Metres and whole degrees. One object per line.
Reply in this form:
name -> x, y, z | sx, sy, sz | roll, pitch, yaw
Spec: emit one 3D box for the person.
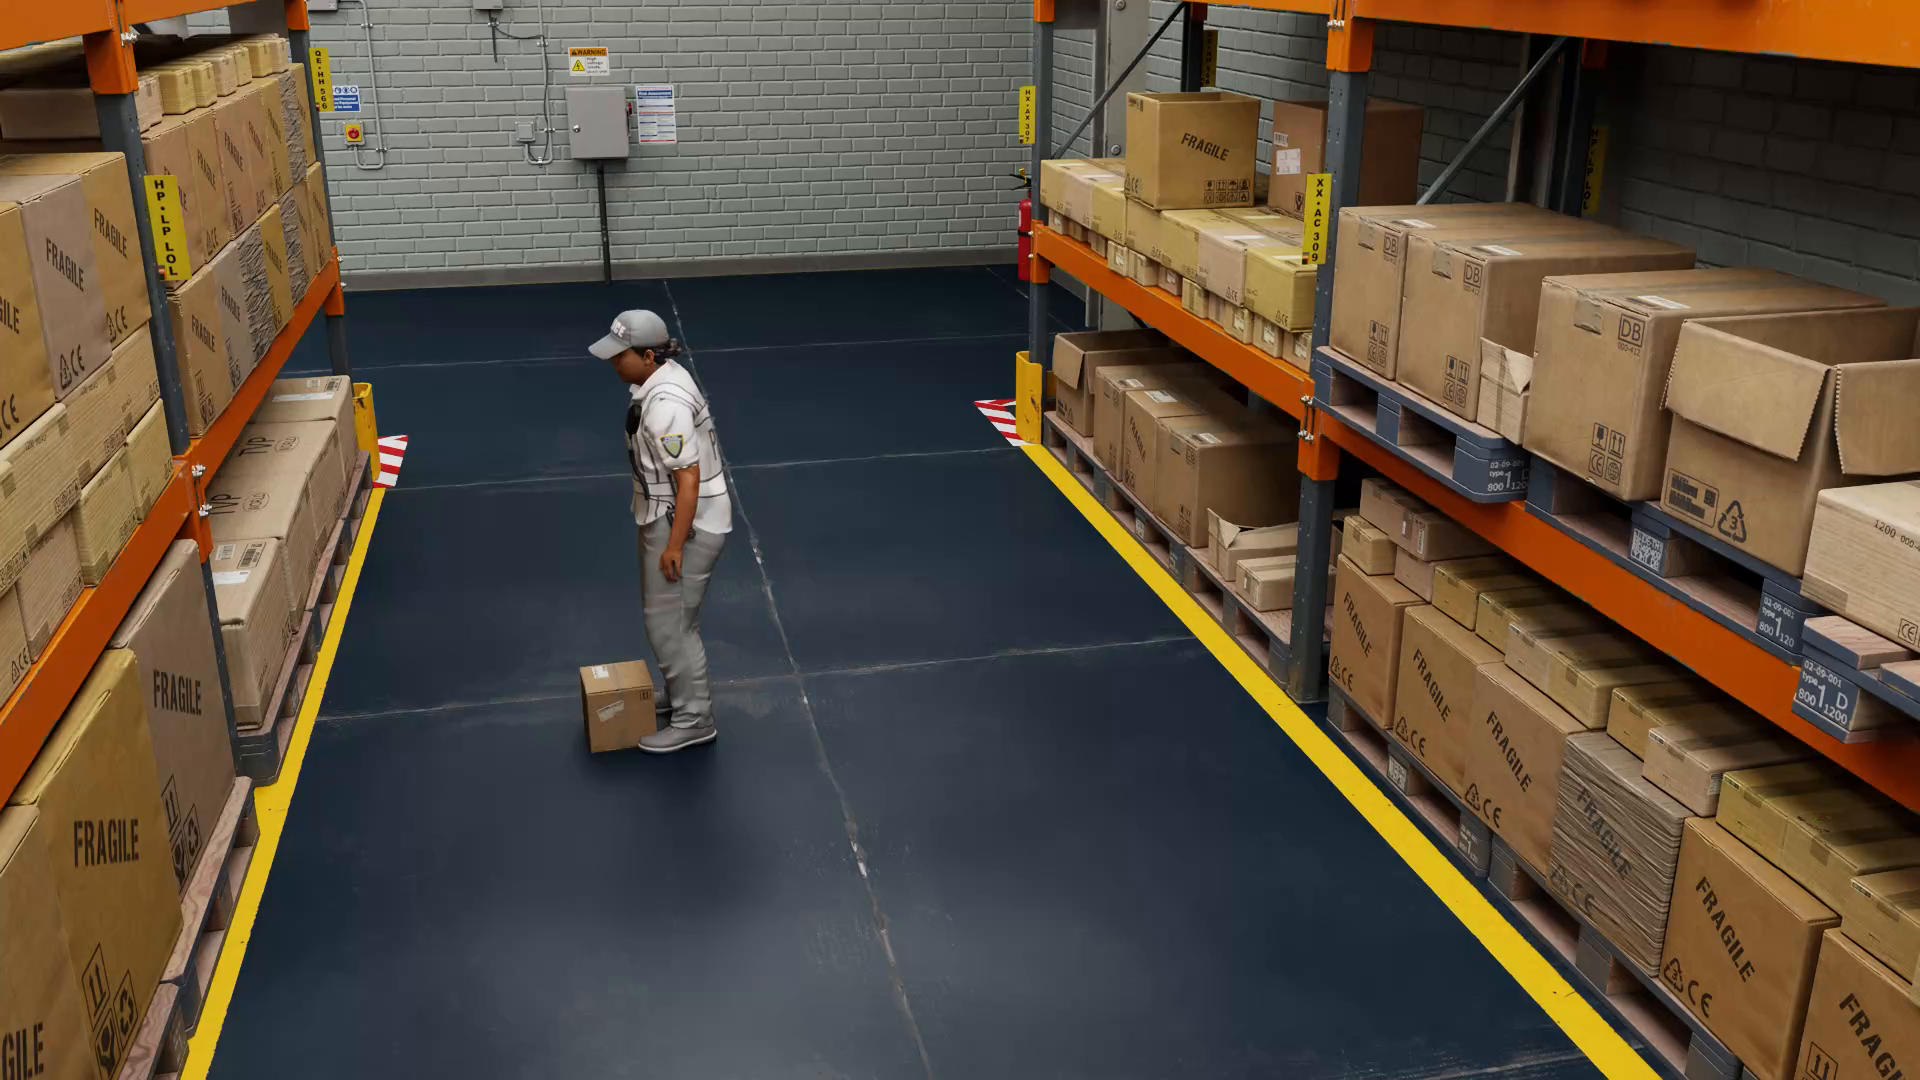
person -> -1.096, -0.047, 6.192 | 0.468, 1.666, 0.564 | -6, 21, -16
